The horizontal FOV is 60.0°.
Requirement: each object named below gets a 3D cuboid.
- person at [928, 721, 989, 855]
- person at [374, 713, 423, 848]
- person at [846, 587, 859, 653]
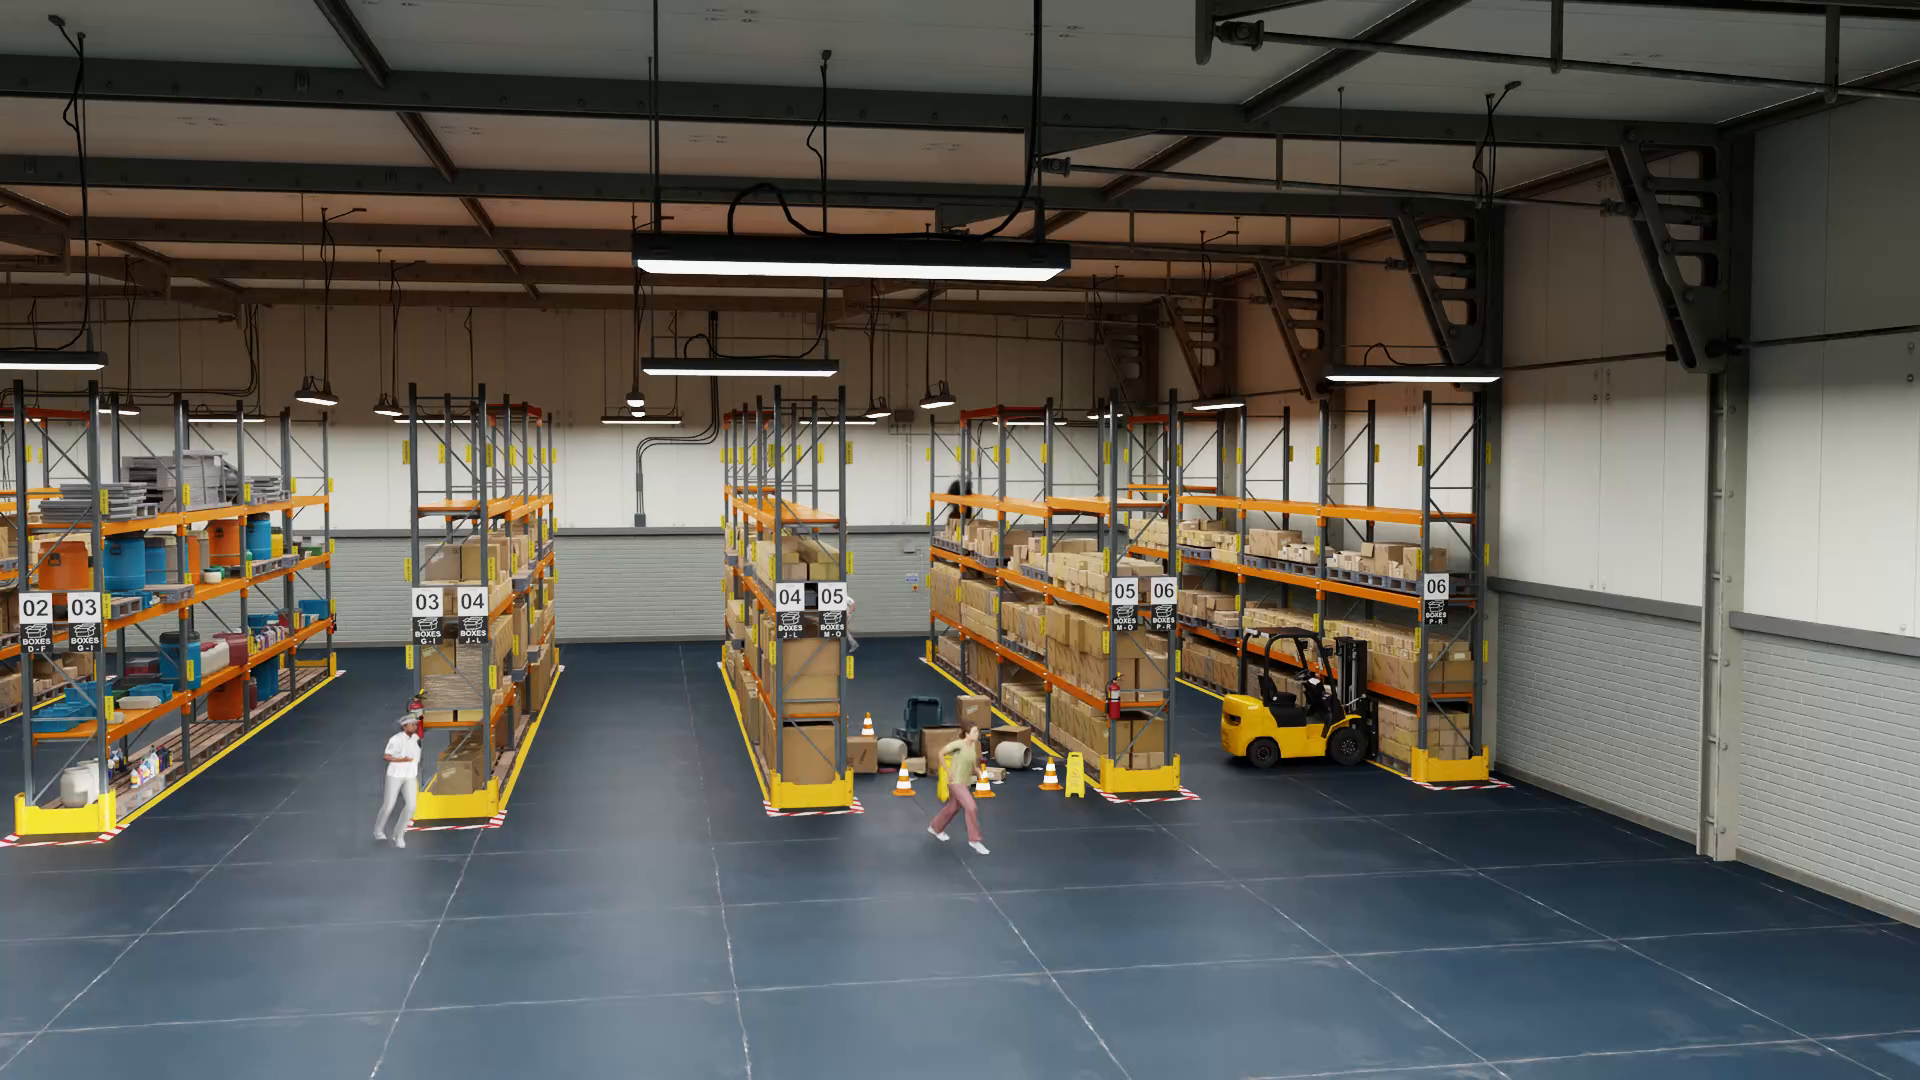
[{"bbox_3d":[-0.033,3.110,21.116,0.996,1.648,0.610,2,4,35],"label":"person"},{"bbox_3d":[-7.191,3.092,21.490,0.611,1.717,0.701,-3,4,-43],"label":"person"},{"bbox_3d":[-2.942,1.975,41.549,0.968,1.749,0.657,-1,3,-24],"label":"person"}]
